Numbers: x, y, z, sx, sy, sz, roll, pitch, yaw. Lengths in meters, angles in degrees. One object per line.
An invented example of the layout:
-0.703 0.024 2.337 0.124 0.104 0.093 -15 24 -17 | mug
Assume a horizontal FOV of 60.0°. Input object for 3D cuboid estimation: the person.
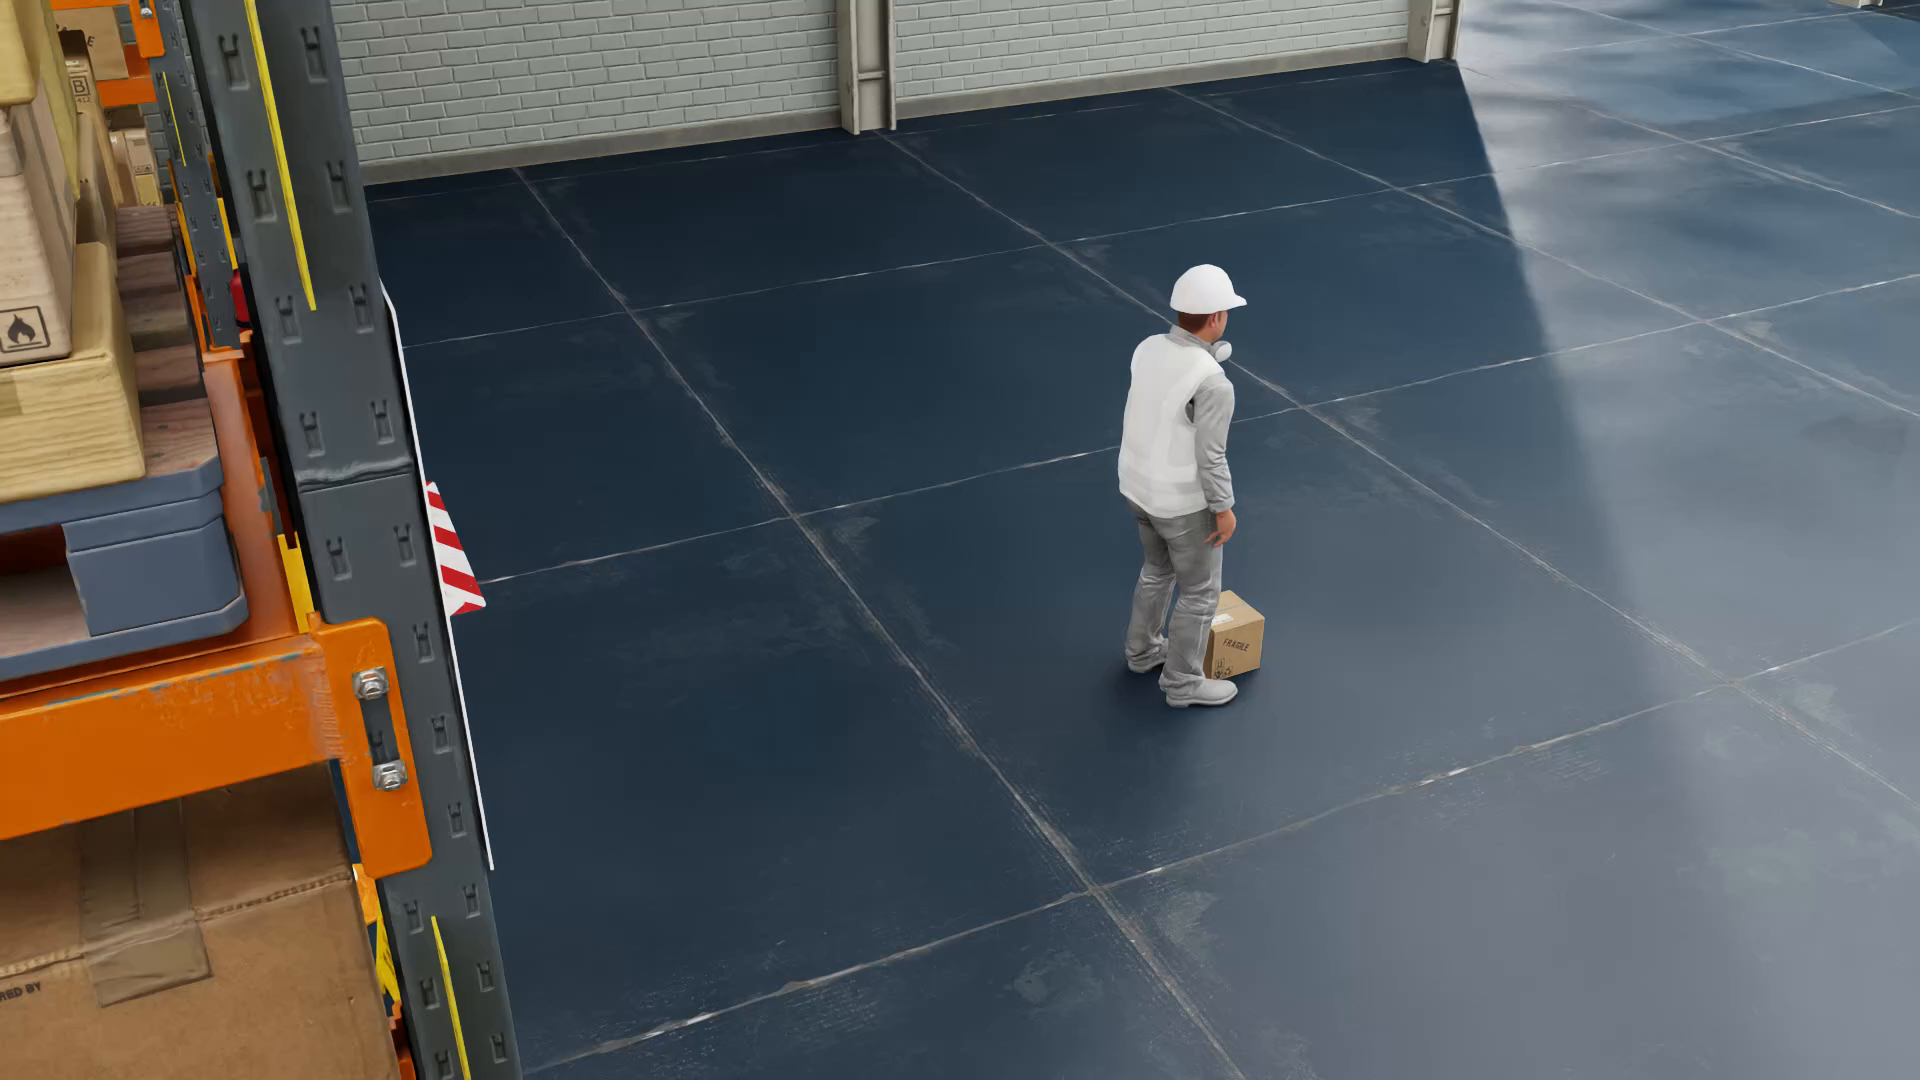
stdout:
0.855 -0.202 6.461 0.461 1.771 0.581 -14 32 -24 | person
